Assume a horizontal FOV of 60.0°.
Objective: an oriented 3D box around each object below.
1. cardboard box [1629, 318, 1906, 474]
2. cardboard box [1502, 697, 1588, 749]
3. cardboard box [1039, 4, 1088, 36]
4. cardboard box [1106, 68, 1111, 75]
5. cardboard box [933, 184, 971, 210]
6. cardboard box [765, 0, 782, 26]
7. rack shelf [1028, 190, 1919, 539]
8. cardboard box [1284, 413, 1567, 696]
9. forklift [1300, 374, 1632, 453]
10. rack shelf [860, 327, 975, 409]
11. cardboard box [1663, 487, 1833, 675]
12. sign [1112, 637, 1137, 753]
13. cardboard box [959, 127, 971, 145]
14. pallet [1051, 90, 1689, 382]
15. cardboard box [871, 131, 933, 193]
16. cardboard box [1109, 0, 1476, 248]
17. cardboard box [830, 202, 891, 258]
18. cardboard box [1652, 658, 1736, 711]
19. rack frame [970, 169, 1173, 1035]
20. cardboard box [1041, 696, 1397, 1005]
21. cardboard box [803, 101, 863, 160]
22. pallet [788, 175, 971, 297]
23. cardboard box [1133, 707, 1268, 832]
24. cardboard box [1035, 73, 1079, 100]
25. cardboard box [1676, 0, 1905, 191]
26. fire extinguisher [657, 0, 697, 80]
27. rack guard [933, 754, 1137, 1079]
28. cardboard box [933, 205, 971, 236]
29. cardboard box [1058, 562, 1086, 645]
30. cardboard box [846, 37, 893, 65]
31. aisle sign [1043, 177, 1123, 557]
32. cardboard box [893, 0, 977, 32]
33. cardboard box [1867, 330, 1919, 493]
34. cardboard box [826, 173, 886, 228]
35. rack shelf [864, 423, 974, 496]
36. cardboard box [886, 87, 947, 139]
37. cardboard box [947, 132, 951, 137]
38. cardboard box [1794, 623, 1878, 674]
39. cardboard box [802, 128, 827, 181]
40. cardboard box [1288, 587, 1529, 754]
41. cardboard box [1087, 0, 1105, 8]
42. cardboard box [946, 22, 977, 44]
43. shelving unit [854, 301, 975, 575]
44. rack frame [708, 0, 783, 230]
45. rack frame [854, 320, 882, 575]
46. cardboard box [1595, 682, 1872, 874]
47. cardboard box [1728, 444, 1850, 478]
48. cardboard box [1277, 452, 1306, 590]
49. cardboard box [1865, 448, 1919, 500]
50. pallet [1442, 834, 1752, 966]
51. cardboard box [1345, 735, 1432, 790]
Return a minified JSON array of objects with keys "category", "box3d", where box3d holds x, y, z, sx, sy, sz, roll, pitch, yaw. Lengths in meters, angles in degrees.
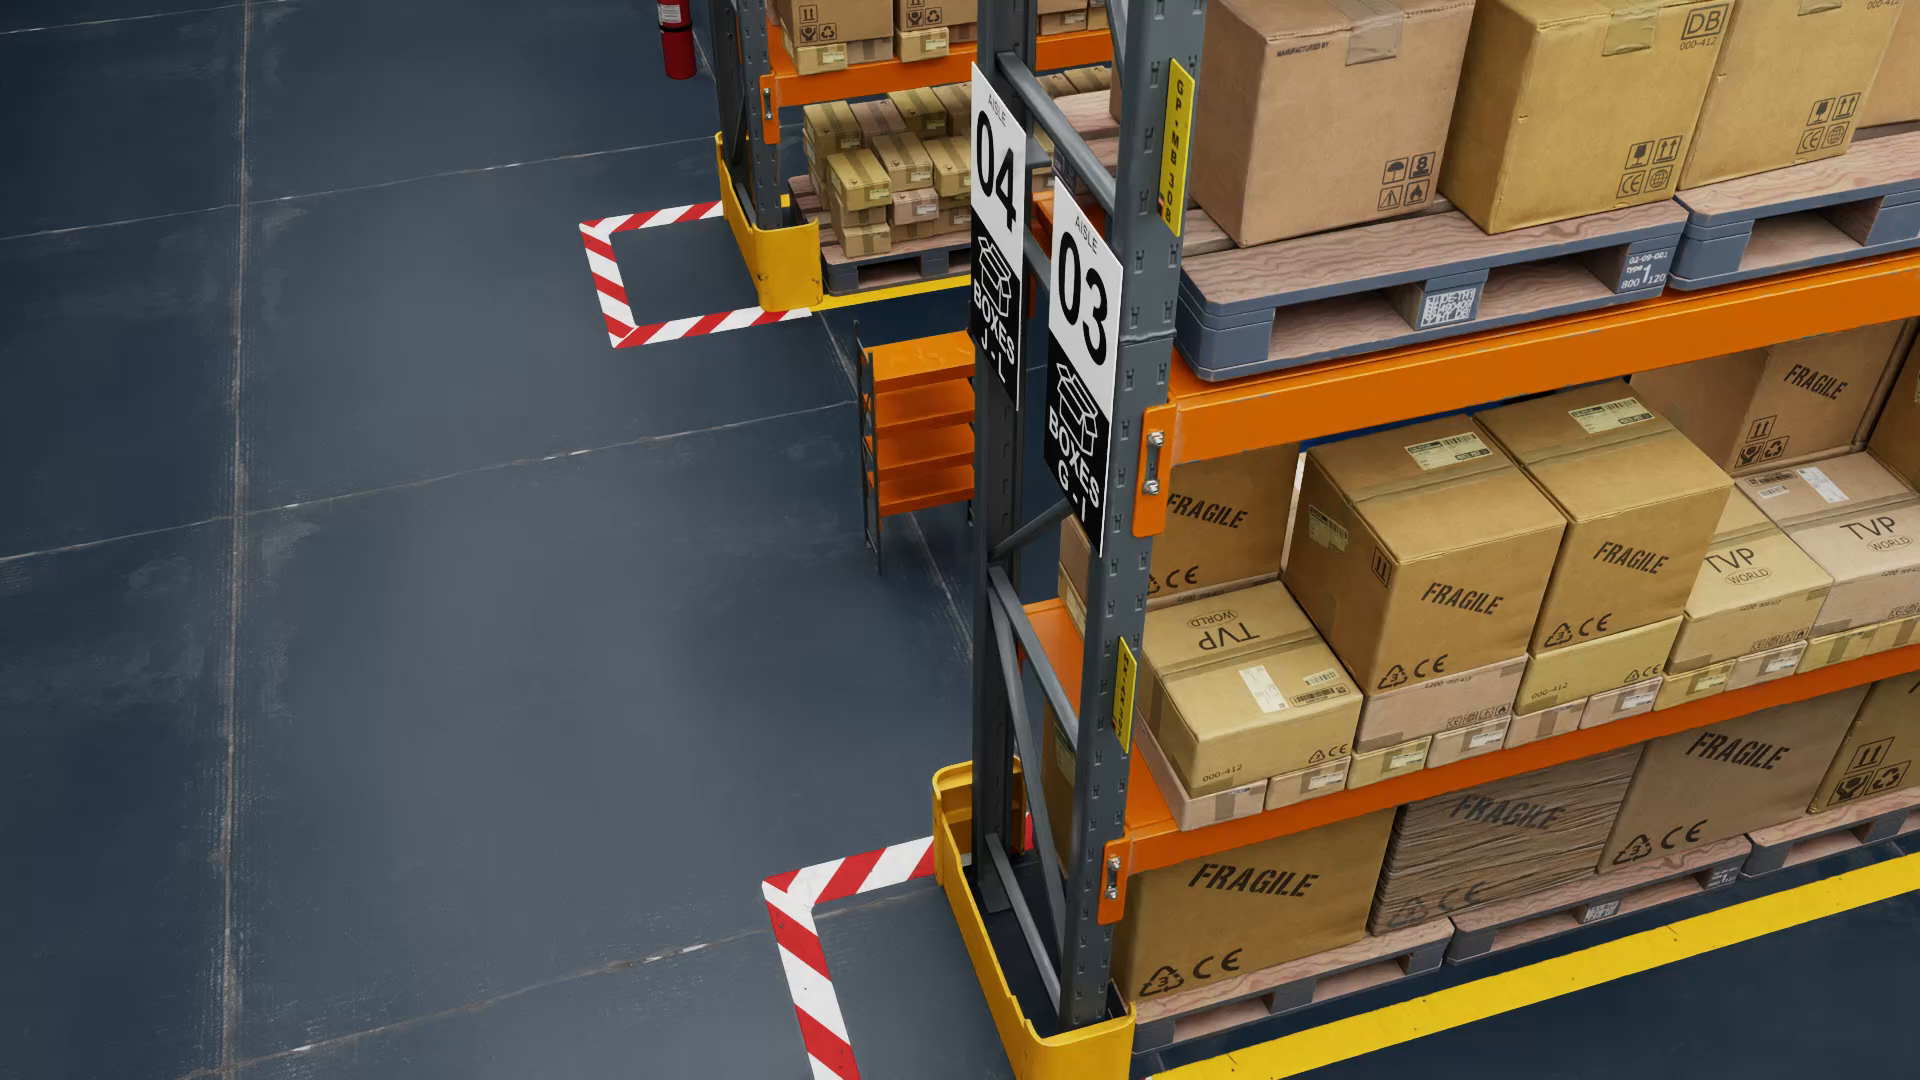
[{"category":"cardboard box","box3d":[2.564,-0.599,5.324,0.500,0.500,0.500,-13,43,-14]},{"category":"cardboard box","box3d":[1.666,0.424,5.025,0.250,0.149,0.380,-12,43,-14]},{"category":"cardboard box","box3d":[0.482,-2.802,8.718,0.250,0.149,0.380,-12,43,-14]},{"category":"cardboard box","box3d":[1.029,-2.628,9.724,0.250,0.149,0.380,-13,43,-15]},{"category":"cardboard box","box3d":[-0.083,-1.998,9.228,0.250,0.149,0.380,-11,42,-13]},{"category":"cardboard box","box3d":[-0.919,-2.883,8.811,0.250,0.149,0.380,-12,42,-13]},{"category":"rack shelf","box3d":[2.156,-0.857,4.568,4.000,0.370,1.077,-12,42,-13]},{"category":"cardboard box","box3d":[1.265,0.034,4.598,0.500,0.500,0.500,-13,43,-14]},{"category":"forklift","box3d":[2.696,-1.737,7.359,3.031,2.935,1.130,-13,43,-15]},{"category":"rack shelf","box3d":[-0.158,-0.715,6.909,0.480,0.148,0.258,-12,42,-13]},{"category":"cardboard box","box3d":[2.258,0.105,5.087,0.500,0.250,0.500,-12,43,-14]},{"category":"sign","box3d":[0.410,0.390,4.155,0.005,0.325,0.100,-12,42,-13]},{"category":"cardboard box","box3d":[0.174,-2.135,9.159,0.250,0.149,0.380,-14,43,-15]},{"category":"pallet","box3d":[0.953,-0.853,4.083,1.213,0.211,1.003,-12,42,-13]},{"category":"cardboard box","box3d":[-0.316,-2.065,9.079,0.250,0.149,0.380,-11,42,-12]},{"category":"cardboard box","box3d":[0.729,-1.103,3.831,0.500,0.500,0.700,-14,43,-16]},{"category":"cardboard box","box3d":[-0.549,-1.723,9.140,0.250,0.149,0.380,-11,42,-12]},{"category":"cardboard box","box3d":[2.153,0.323,5.141,0.250,0.149,0.380,-13,43,-14]},{"category":"rack frame","box3d":[0.249,0.397,4.866,0.127,3.000,1.000,-12,42,-13]},{"category":"cardboard box","box3d":[0.835,0.862,5.629,0.875,0.875,0.875,-12,42,-13]},{"category":"cardboard box","box3d":[-0.716,-2.308,9.357,0.250,0.149,0.380,-11,42,-13]},{"category":"pallet","box3d":[-0.287,-1.839,9.544,1.213,0.211,1.003,-12,42,-13]},{"category":"cardboard box","box3d":[0.687,0.628,4.792,0.250,0.149,0.380,-11,42,-13]},{"category":"cardboard box","box3d":[0.540,-2.535,9.616,0.250,0.149,0.380,-13,43,-14]},{"category":"cardboard box","box3d":[1.780,-1.271,4.023,0.500,0.500,0.700,-14,43,-16]},{"category":"fire extinguisher","box3d":[-1.524,-2.806,8.874,0.183,0.674,0.296,-12,42,-13]},{"category":"rack guard","box3d":[0.226,1.343,5.683,0.348,0.500,1.175,-12,42,-13]},{"category":"cardboard box","box3d":[-0.089,-1.880,9.319,0.250,0.149,0.380,-11,42,-13]},{"category":"cardboard box","box3d":[0.490,0.214,5.265,0.250,0.149,0.380,-11,42,-12]},{"category":"cardboard box","box3d":[-0.507,-2.576,8.459,0.250,0.149,0.380,-10,42,-12]},{"category":"aisle sign","box3d":[0.270,-0.380,3.779,0.004,0.787,0.394,-12,42,-13]},{"category":"cardboard box","box3d":[-0.131,-2.923,8.363,0.500,0.500,0.500,-12,42,-13]},{"category":"cardboard box","box3d":[3.227,-0.377,5.069,0.500,0.500,0.500,-11,42,-13]},{"category":"cardboard box","box3d":[-0.568,-1.875,9.087,0.250,0.149,0.380,-10,42,-11]},{"category":"rack shelf","box3d":[-0.158,-0.368,7.212,0.480,0.148,0.258,-12,42,-13]},{"category":"cardboard box","box3d":[-0.250,-2.453,9.523,0.250,0.149,0.380,-13,43,-14]},{"category":"cardboard box","box3d":[0.055,-2.308,9.583,0.250,0.149,0.380,-12,43,-14]},{"category":"cardboard box","box3d":[2.646,0.221,5.258,0.250,0.149,0.380,-12,43,-14]},{"category":"cardboard box","box3d":[-0.727,-2.216,9.478,0.250,0.149,0.380,-13,43,-14]},{"category":"cardboard box","box3d":[1.282,0.309,4.854,0.500,0.250,0.500,-12,43,-14]},{"category":"cardboard box","box3d":[0.825,-3.116,8.584,0.500,0.500,0.500,-13,43,-14]},{"category":"cardboard box","box3d":[-0.028,-2.733,8.639,0.250,0.149,0.380,-10,42,-11]},{"category":"shelving unit","box3d":[-0.158,-0.419,7.167,0.503,1.200,0.258,-12,42,-13]},{"category":"rack frame","box3d":[-1.145,-2.736,8.451,0.127,3.000,1.000,-12,42,-13]},{"category":"rack frame","box3d":[-0.391,-0.371,7.112,0.015,1.200,0.240,-12,42,-13]},{"category":"cardboard box","box3d":[2.552,0.506,6.036,0.875,0.875,0.875,-12,42,-13]},{"category":"cardboard box","box3d":[2.569,-0.320,5.574,0.500,0.250,0.500,-11,42,-12]},{"category":"cardboard box","box3d":[1.115,-0.021,5.232,0.500,0.250,0.500,-12,43,-14]},{"category":"cardboard box","box3d":[3.229,-0.094,5.315,0.500,0.250,0.500,-10,42,-12]},{"category":"pallet","box3d":[2.150,1.001,6.294,1.213,0.211,1.003,-12,42,-13]},{"category":"cardboard box","box3d":[1.175,0.526,4.909,0.250,0.149,0.380,-13,43,-14]}]
